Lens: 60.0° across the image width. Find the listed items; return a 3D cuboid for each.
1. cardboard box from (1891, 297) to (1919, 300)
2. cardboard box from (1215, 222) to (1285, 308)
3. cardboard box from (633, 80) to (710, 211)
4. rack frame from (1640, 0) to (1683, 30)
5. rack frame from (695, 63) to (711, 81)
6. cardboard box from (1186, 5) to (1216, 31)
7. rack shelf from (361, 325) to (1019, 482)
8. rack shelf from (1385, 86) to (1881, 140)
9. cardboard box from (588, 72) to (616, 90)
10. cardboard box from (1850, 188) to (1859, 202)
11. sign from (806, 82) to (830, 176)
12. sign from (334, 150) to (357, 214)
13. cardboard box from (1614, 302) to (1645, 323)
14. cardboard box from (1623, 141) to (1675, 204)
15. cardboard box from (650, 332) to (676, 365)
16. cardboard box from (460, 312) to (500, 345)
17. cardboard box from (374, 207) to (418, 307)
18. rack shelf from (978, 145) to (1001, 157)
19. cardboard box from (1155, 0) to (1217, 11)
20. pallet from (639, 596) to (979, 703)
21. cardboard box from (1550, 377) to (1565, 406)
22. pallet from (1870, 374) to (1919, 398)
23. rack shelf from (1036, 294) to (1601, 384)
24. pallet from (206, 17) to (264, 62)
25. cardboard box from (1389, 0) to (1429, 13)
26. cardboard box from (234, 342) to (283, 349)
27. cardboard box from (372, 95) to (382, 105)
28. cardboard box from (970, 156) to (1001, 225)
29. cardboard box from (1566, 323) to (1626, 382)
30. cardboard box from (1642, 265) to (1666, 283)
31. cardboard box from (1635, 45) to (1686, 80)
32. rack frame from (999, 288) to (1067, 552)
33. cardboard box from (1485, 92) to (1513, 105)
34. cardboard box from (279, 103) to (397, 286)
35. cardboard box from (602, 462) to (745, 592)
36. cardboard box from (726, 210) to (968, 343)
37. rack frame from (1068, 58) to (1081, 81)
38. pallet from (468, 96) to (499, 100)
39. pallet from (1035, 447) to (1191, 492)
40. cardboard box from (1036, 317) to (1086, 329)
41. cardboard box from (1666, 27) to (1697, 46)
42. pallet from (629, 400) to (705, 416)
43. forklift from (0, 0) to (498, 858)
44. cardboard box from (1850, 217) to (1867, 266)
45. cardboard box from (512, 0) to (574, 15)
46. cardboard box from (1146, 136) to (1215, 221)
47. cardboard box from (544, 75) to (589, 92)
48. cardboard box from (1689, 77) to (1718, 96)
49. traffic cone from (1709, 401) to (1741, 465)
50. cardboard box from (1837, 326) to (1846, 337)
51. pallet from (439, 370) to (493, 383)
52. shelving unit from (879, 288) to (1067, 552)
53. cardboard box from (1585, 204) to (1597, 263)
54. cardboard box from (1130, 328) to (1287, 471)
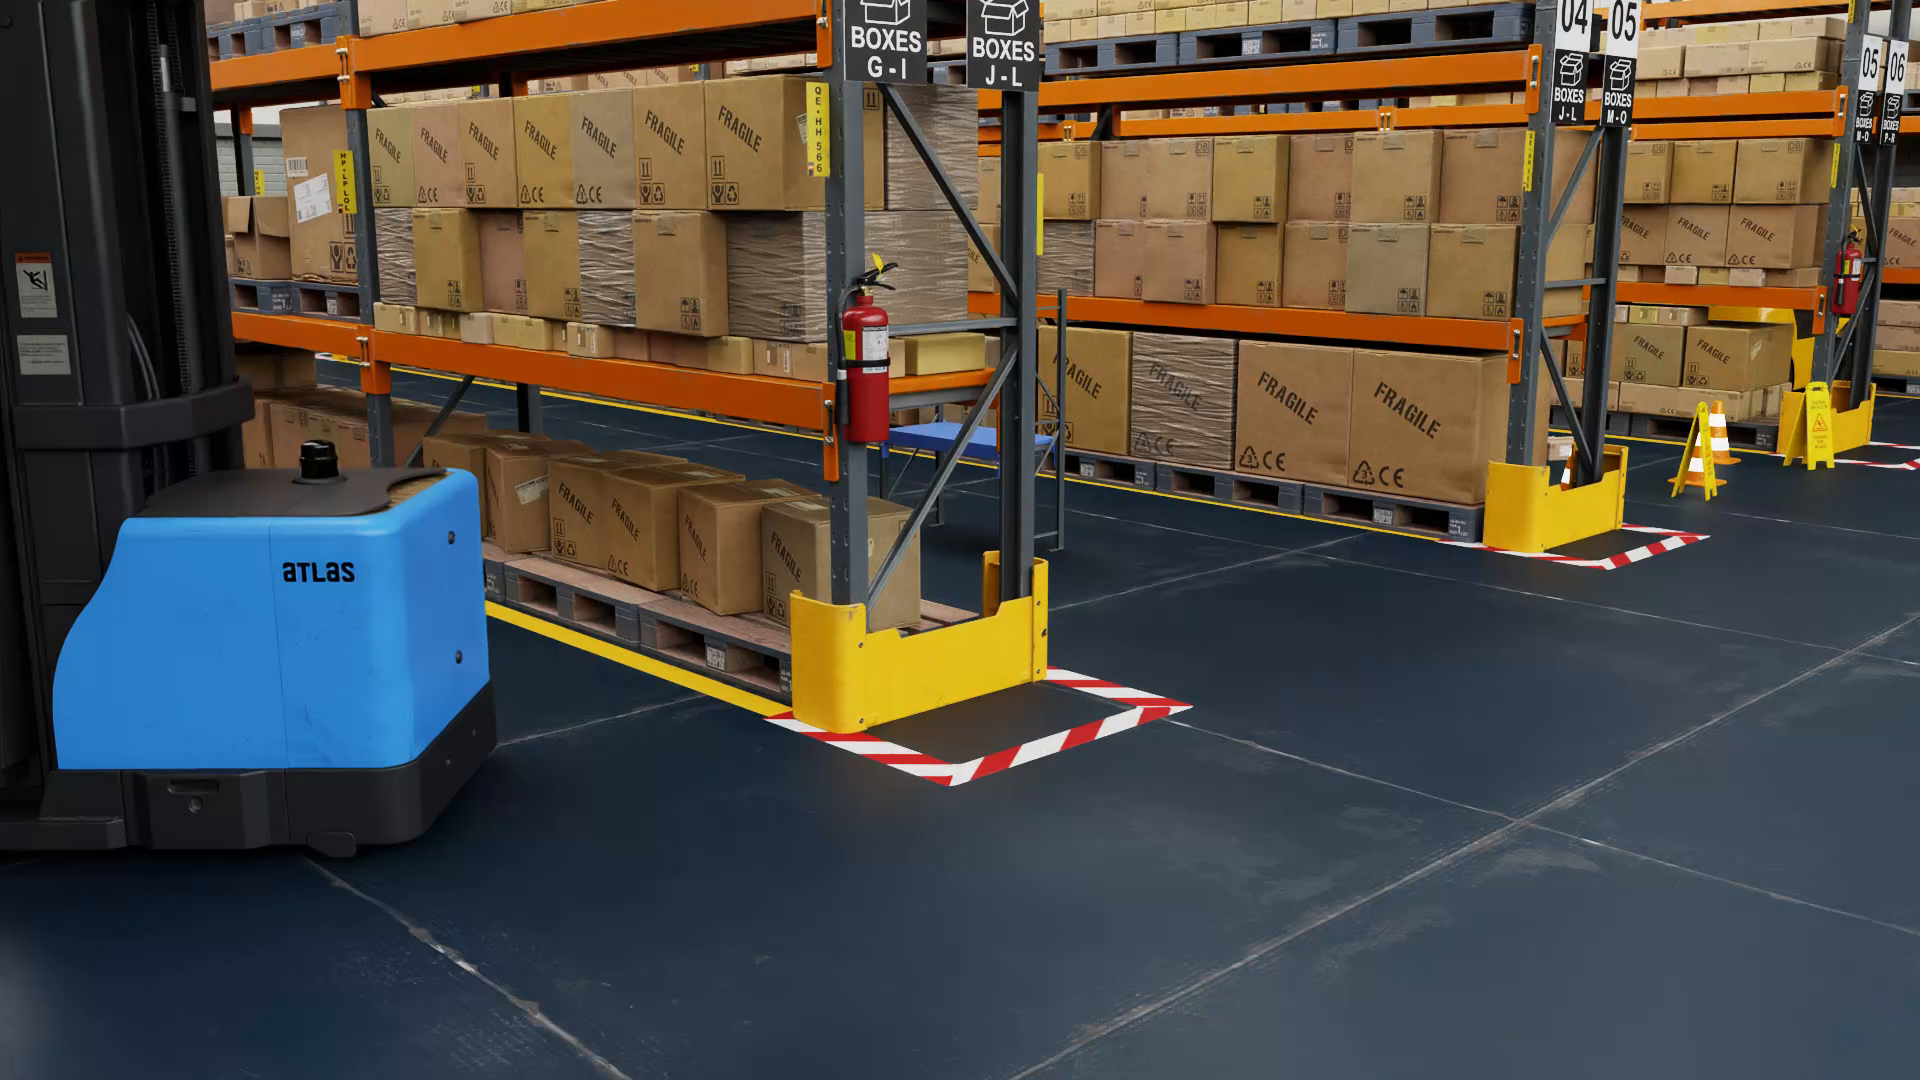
[{"bbox_3d":[10.121,-2.411,17.478,0.500,0.250,0.500,-11,16,-42],"label":"cardboard box"},{"bbox_3d":[2.189,-1.866,11.165,0.875,0.550,0.500,-11,16,-43],"label":"cardboard box"},{"bbox_3d":[-1.000,-1.623,6.892,0.500,0.500,0.500,-11,16,-43],"label":"cardboard box"},{"bbox_3d":[7.901,-6.416,18.752,1.000,3.000,0.127,-11,16,-43],"label":"rack frame"},{"bbox_3d":[-1.959,-5.603,14.805,1.000,3.000,0.127,-11,16,-43],"label":"rack frame"},{"bbox_3d":[1.690,-3.395,10.859,0.380,0.149,0.250,-11,16,-43],"label":"cardboard box"},{"bbox_3d":[-1.473,-0.760,7.950,1.077,0.370,4.000,-11,16,-43],"label":"rack shelf"},{"bbox_3d":[5.695,-3.610,14.350,1.077,0.370,4.000,-11,16,-43],"label":"rack shelf"},{"bbox_3d":[-3.234,-4.375,16.033,0.500,0.500,0.500,-11,16,-43],"label":"cardboard box"},{"bbox_3d":[9.310,-3.601,17.365,0.380,0.149,0.250,-10,16,-41],"label":"cardboard box"},{"bbox_3d":[-0.507,-1.468,5.951,0.100,0.325,0.005,-11,16,-43],"label":"sign"},{"bbox_3d":[-3.253,-1.894,8.799,0.100,0.325,0.005,-11,16,-43],"label":"sign"},{"bbox_3d":[5.680,-1.946,14.231,0.380,0.149,0.250,-10,15,-40],"label":"cardboard box"},{"bbox_3d":[5.794,-3.065,13.892,0.700,0.500,0.500,-11,16,-43],"label":"cardboard box"},{"bbox_3d":[-1.124,-0.857,7.261,0.380,0.149,0.250,-11,16,-43],"label":"cardboard box"},{"bbox_3d":[-2.245,-1.060,8.244,0.380,0.149,0.250,-11,16,-43],"label":"cardboard box"},{"bbox_3d":[-2.588,-1.525,8.893,0.875,0.500,0.500,-11,16,-43],"label":"cardboard box"},{"bbox_3d":[0.995,-6.054,26.211,1.077,0.370,4.000,-11,16,-43],"label":"rack shelf"},{"bbox_3d":[1.637,-3.619,10.958,0.500,0.250,0.500,-11,16,-43],"label":"cardboard box"},{"bbox_3d":[-0.680,0.411,7.395,1.003,0.211,1.213,-11,16,-43],"label":"pallet"},{"bbox_3d":[5.271,-1.367,14.887,0.500,0.250,0.500,-11,16,-43],"label":"cardboard box"},{"bbox_3d":[10.105,-1.634,17.318,1.003,0.211,1.213,-11,16,-43],"label":"pallet"},{"bbox_3d":[2.184,-1.437,11.233,1.077,0.370,4.000,-11,16,-43],"label":"rack shelf"},{"bbox_3d":[-3.922,-3.037,10.252,1.213,0.211,1.003,-11,16,-43],"label":"pallet"},{"bbox_3d":[2.740,-3.173,9.781,0.380,0.149,0.250,-11,16,-42],"label":"cardboard box"},{"bbox_3d":[-5.132,-1.253,11.805,0.500,0.250,0.500,-10,15,-40],"label":"cardboard box"},{"bbox_3d":[-6.667,-5.221,19.518,0.500,0.250,0.500,-11,16,-42],"label":"cardboard box"},{"bbox_3d":[0.456,-2.691,12.814,0.700,0.500,0.500,-11,16,-44],"label":"cardboard box"},{"bbox_3d":[5.628,-1.659,14.444,0.500,0.500,0.500,11,16,44],"label":"cardboard box"},{"bbox_3d":[5.971,-2.255,14.048,0.380,0.149,0.250,-11,16,-42],"label":"cardboard box"},{"bbox_3d":[5.819,-3.929,13.748,0.500,0.250,0.500,-10,16,-41],"label":"cardboard box"},{"bbox_3d":[0.410,-0.648,9.340,0.500,1.500,0.032,-11,16,-43],"label":"rack frame"},{"bbox_3d":[4.887,-3.943,14.805,0.380,0.149,0.250,-10,15,-41],"label":"cardboard box"},{"bbox_3d":[-3.301,-2.039,9.849,1.000,1.000,1.000,-11,16,-42],"label":"cardboard box"},{"bbox_3d":[-1.367,-0.072,7.981,0.500,0.500,0.500,-9,15,-37],"label":"cardboard box"},{"bbox_3d":[-0.452,-1.099,6.829,0.875,0.500,0.500,-11,16,-43],"label":"cardboard box"},{"bbox_3d":[1.551,-6.307,18.225,1.000,3.000,0.127,-11,16,-43],"label":"rack frame"},{"bbox_3d":[-4.372,-4.521,17.451,1.213,0.211,1.003,-11,16,-43],"label":"pallet"},{"bbox_3d":[1.272,-0.593,12.267,1.003,0.211,1.213,-11,16,-43],"label":"pallet"},{"bbox_3d":[1.134,-2.646,19.548,0.875,0.875,0.875,-11,16,-43],"label":"cardboard box"},{"bbox_3d":[5.987,-4.105,13.615,0.380,0.149,0.250,-11,16,-43],"label":"cardboard box"},{"bbox_3d":[-2.498,-1.413,16.247,1.003,0.211,1.213,-11,16,-43],"label":"pallet"},{"bbox_3d":[-3.176,-0.541,5.274,3.031,2.935,1.130,0,12,-1],"label":"forklift"},{"bbox_3d":[9.428,-3.130,17.421,0.500,0.500,0.500,-11,16,-44],"label":"cardboard box"},{"bbox_3d":[-1.654,-2.472,7.416,0.500,0.250,0.500,-11,16,-44],"label":"cardboard box"},{"bbox_3d":[1.771,-2.462,11.382,0.875,0.550,0.550,-11,16,-43],"label":"cardboard box"},{"bbox_3d":[-3.750,-4.730,16.706,0.797,0.503,0.637,-11,16,-43],"label":"cardboard box"},{"bbox_3d":[6.146,-3.682,13.540,0.380,0.149,0.250,-11,16,-42],"label":"cardboard box"},{"bbox_3d":[5.846,-0.842,12.852,0.336,0.463,0.334,-11,16,-43],"label":"traffic cone"},{"bbox_3d":[9.391,-2.172,17.555,0.500,0.250,0.500,-11,16,-44],"label":"cardboard box"},{"bbox_3d":[-5.211,-1.976,18.978,1.003,0.211,1.213,-11,16,-43],"label":"pallet"},{"bbox_3d":[0.059,-0.722,9.700,0.538,1.500,1.048,-11,16,-43],"label":"shelving unit"},{"bbox_3d":[5.480,-2.661,14.408,0.500,0.500,0.500,-11,16,-42],"label":"cardboard box"},{"bbox_3d":[1.812,-1.013,11.621,0.875,0.875,0.875,-11,16,-42],"label":"cardboard box"}]
